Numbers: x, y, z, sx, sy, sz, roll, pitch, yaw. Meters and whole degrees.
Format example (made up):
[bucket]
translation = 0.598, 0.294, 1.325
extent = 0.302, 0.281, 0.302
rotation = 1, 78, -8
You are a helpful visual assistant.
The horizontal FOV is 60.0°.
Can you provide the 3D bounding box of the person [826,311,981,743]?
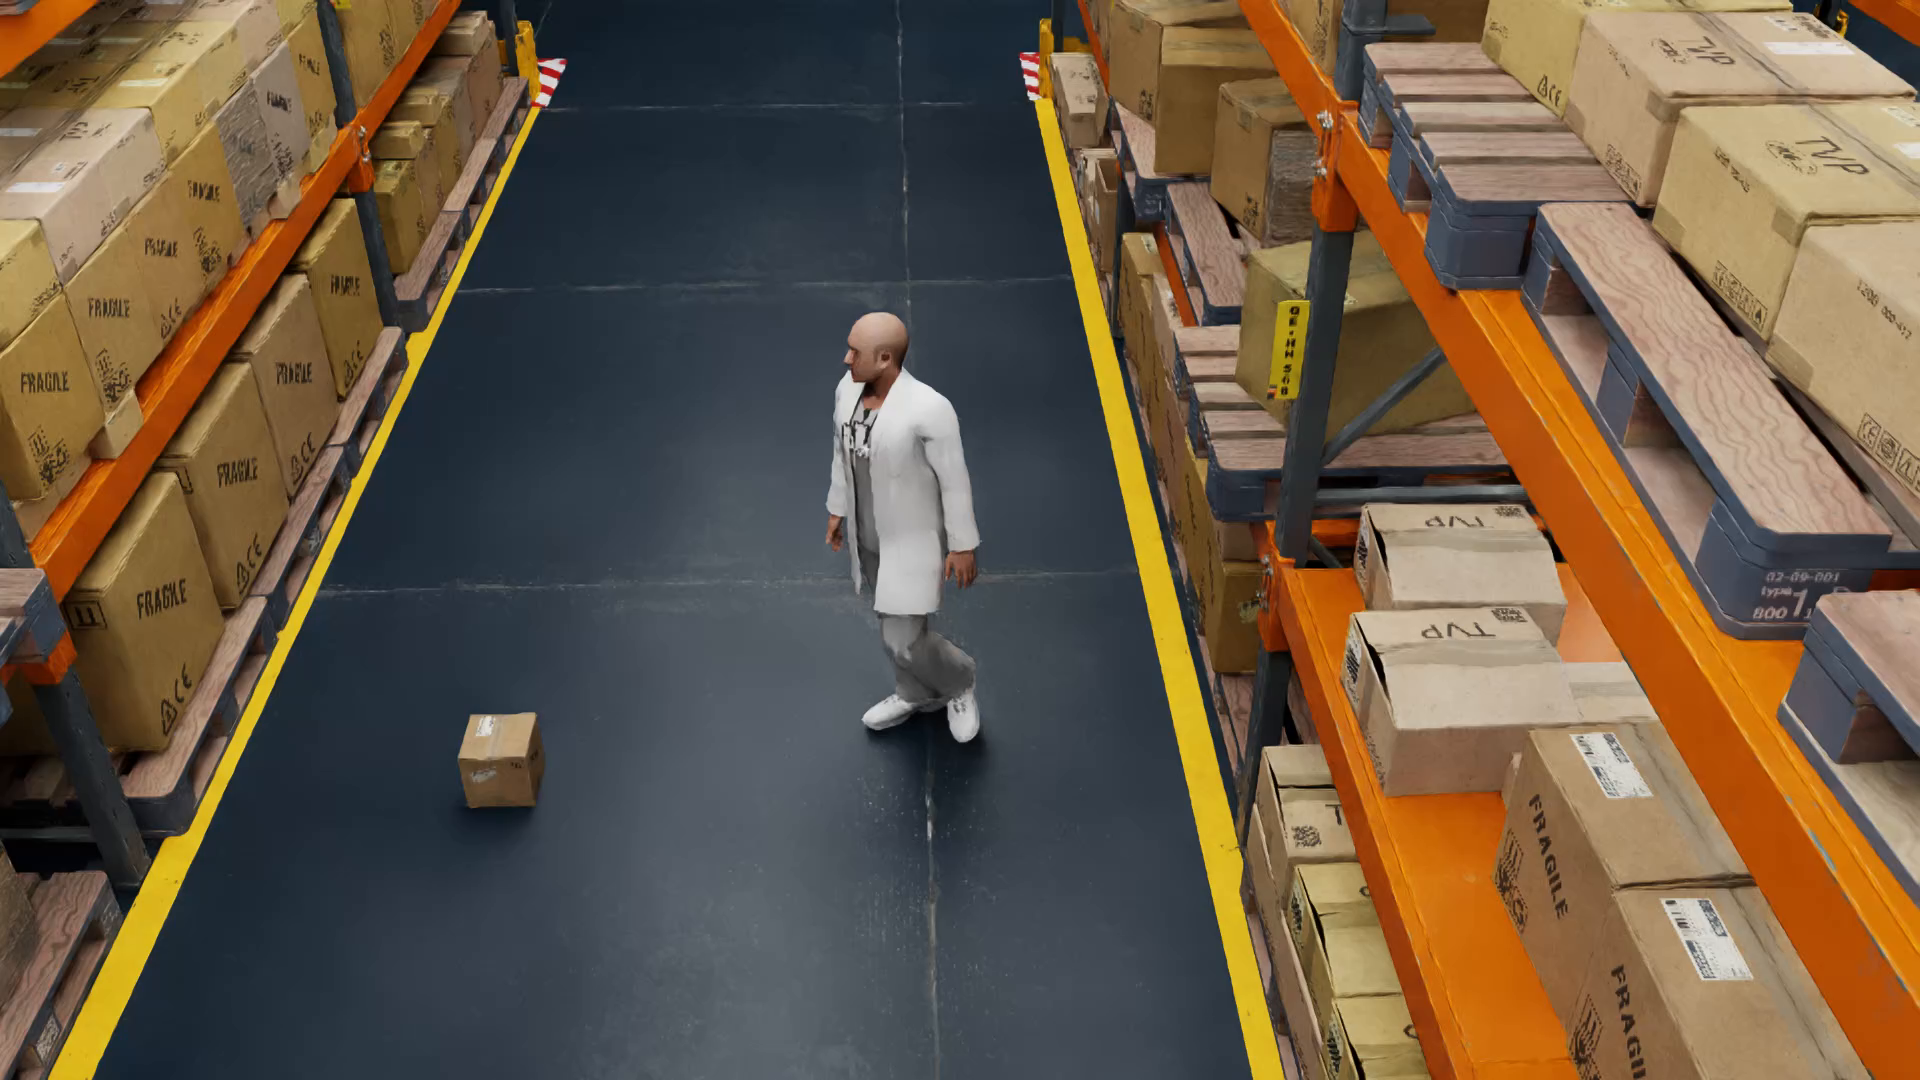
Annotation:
[person]
translation = -0.215, -0.024, 6.170
extent = 0.505, 1.774, 0.704
rotation = -28, 44, -34
